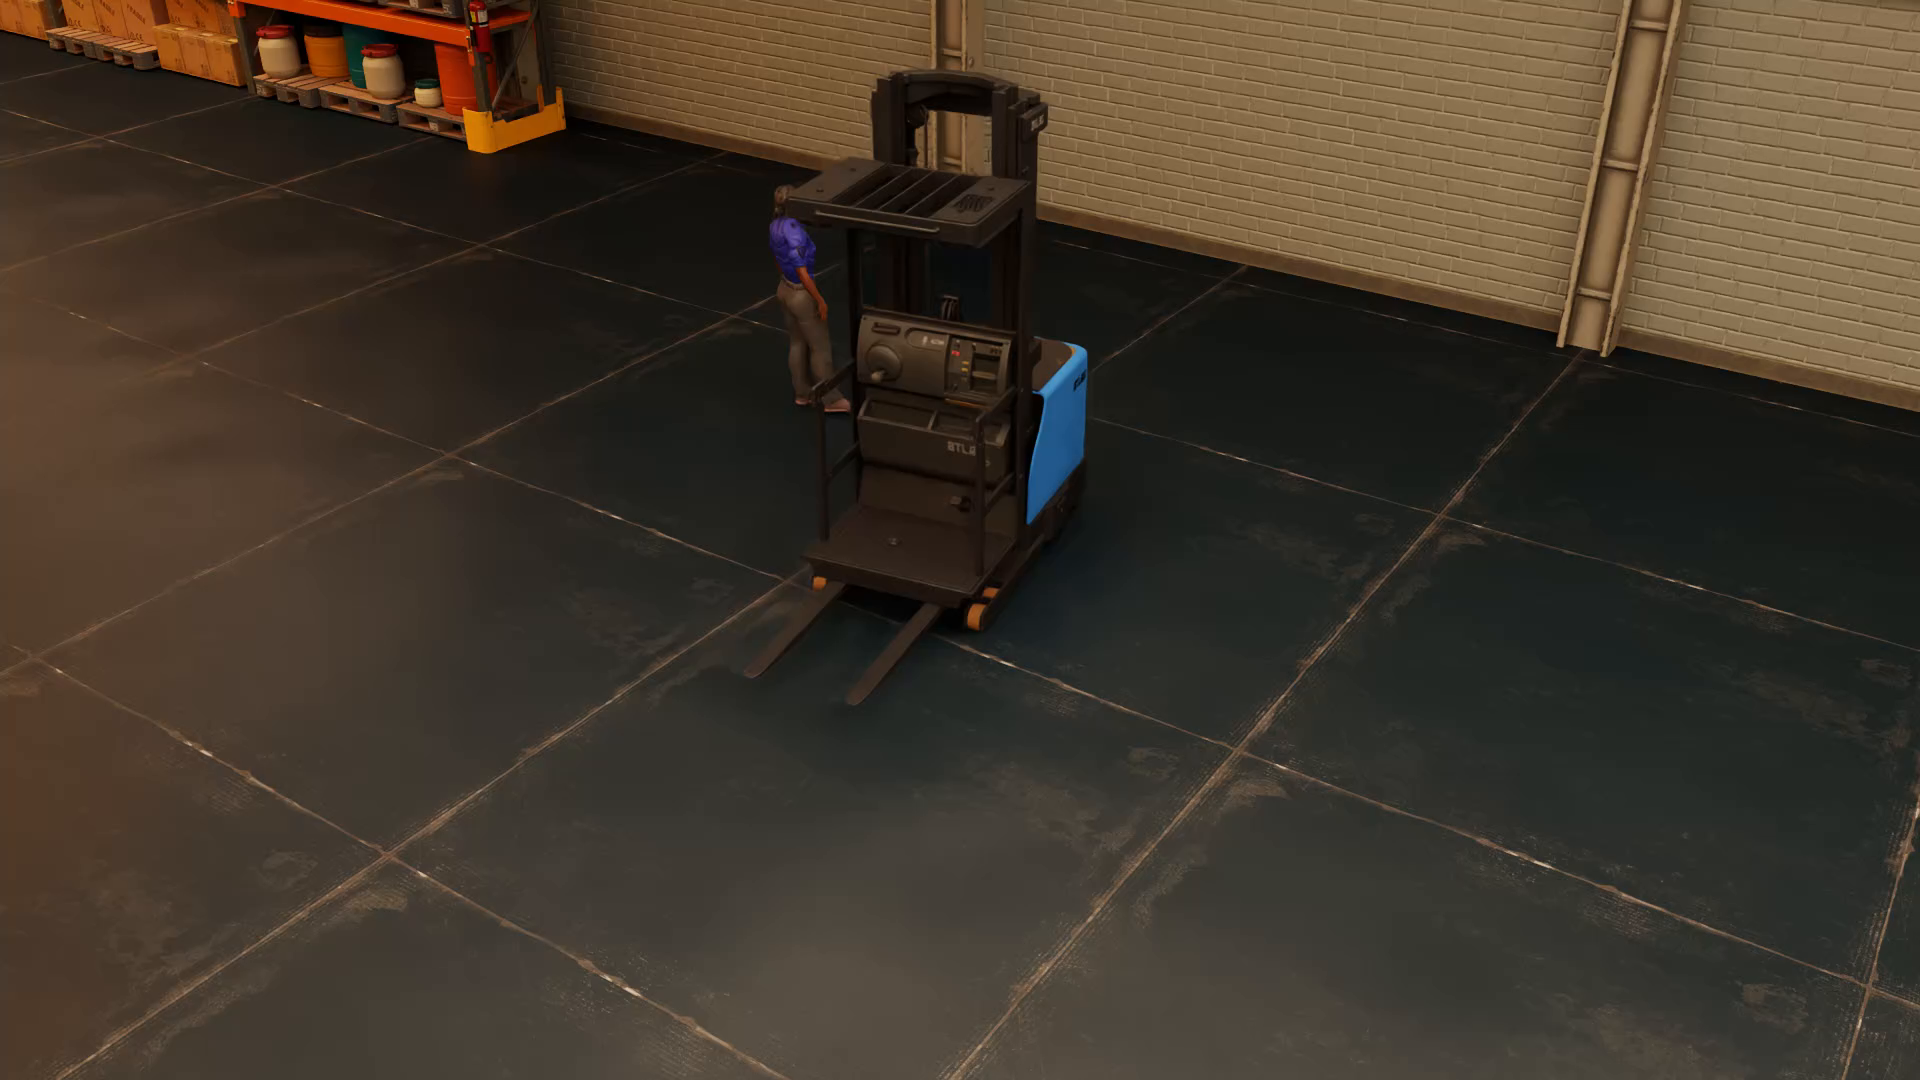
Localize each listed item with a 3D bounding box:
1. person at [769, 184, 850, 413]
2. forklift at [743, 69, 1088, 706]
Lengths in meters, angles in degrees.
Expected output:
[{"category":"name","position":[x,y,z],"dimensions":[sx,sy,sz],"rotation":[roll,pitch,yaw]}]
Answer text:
[{"category":"person","position":[-1.052,-1.723,11.817],"dimensions":[0.505,1.642,0.567],"rotation":[-16,34,-26]},{"category":"forklift","position":[-0.237,-0.983,9.275],"dimensions":[1.130,2.935,3.031],"rotation":[12,32,20]}]
